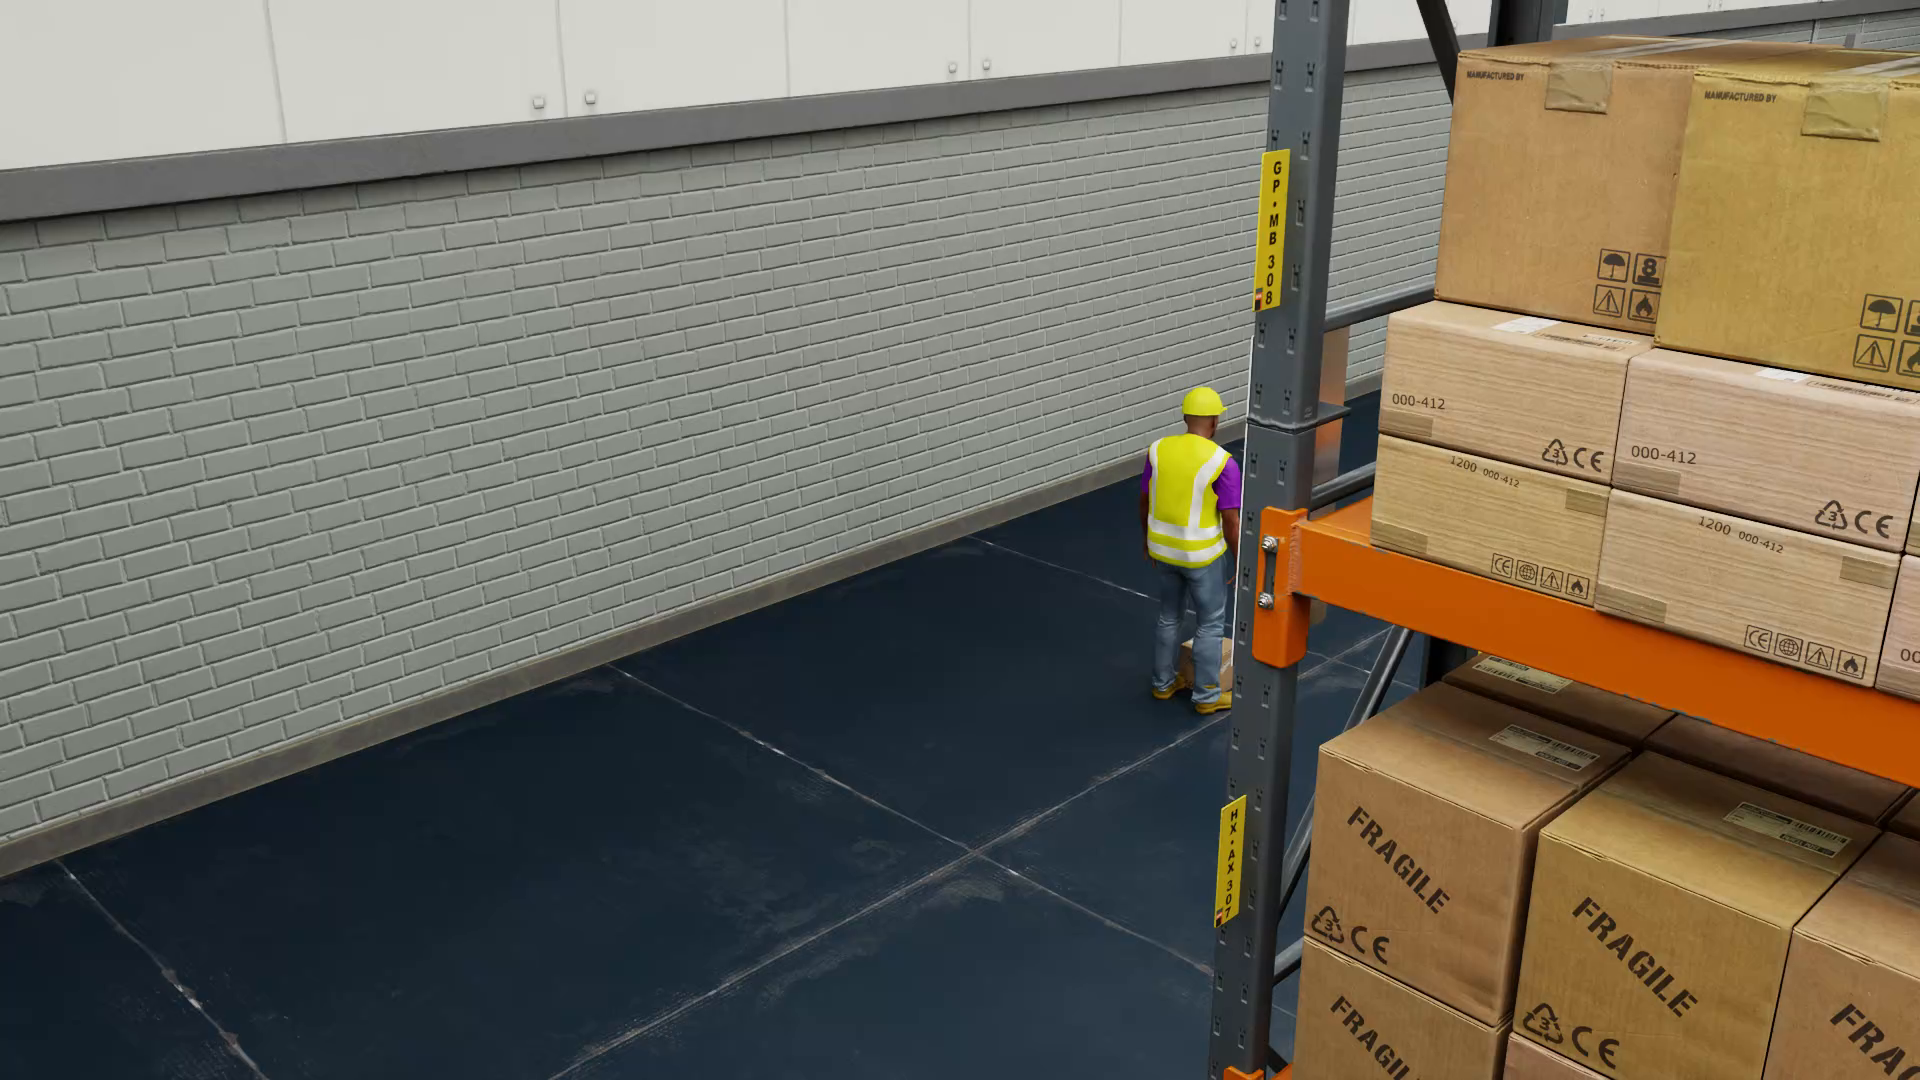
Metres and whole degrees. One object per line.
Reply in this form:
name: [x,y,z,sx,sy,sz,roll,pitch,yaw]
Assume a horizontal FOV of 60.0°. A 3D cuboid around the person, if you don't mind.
person: [1.248,0.047,8.925,0.635,1.761,0.452,17,26,38]
